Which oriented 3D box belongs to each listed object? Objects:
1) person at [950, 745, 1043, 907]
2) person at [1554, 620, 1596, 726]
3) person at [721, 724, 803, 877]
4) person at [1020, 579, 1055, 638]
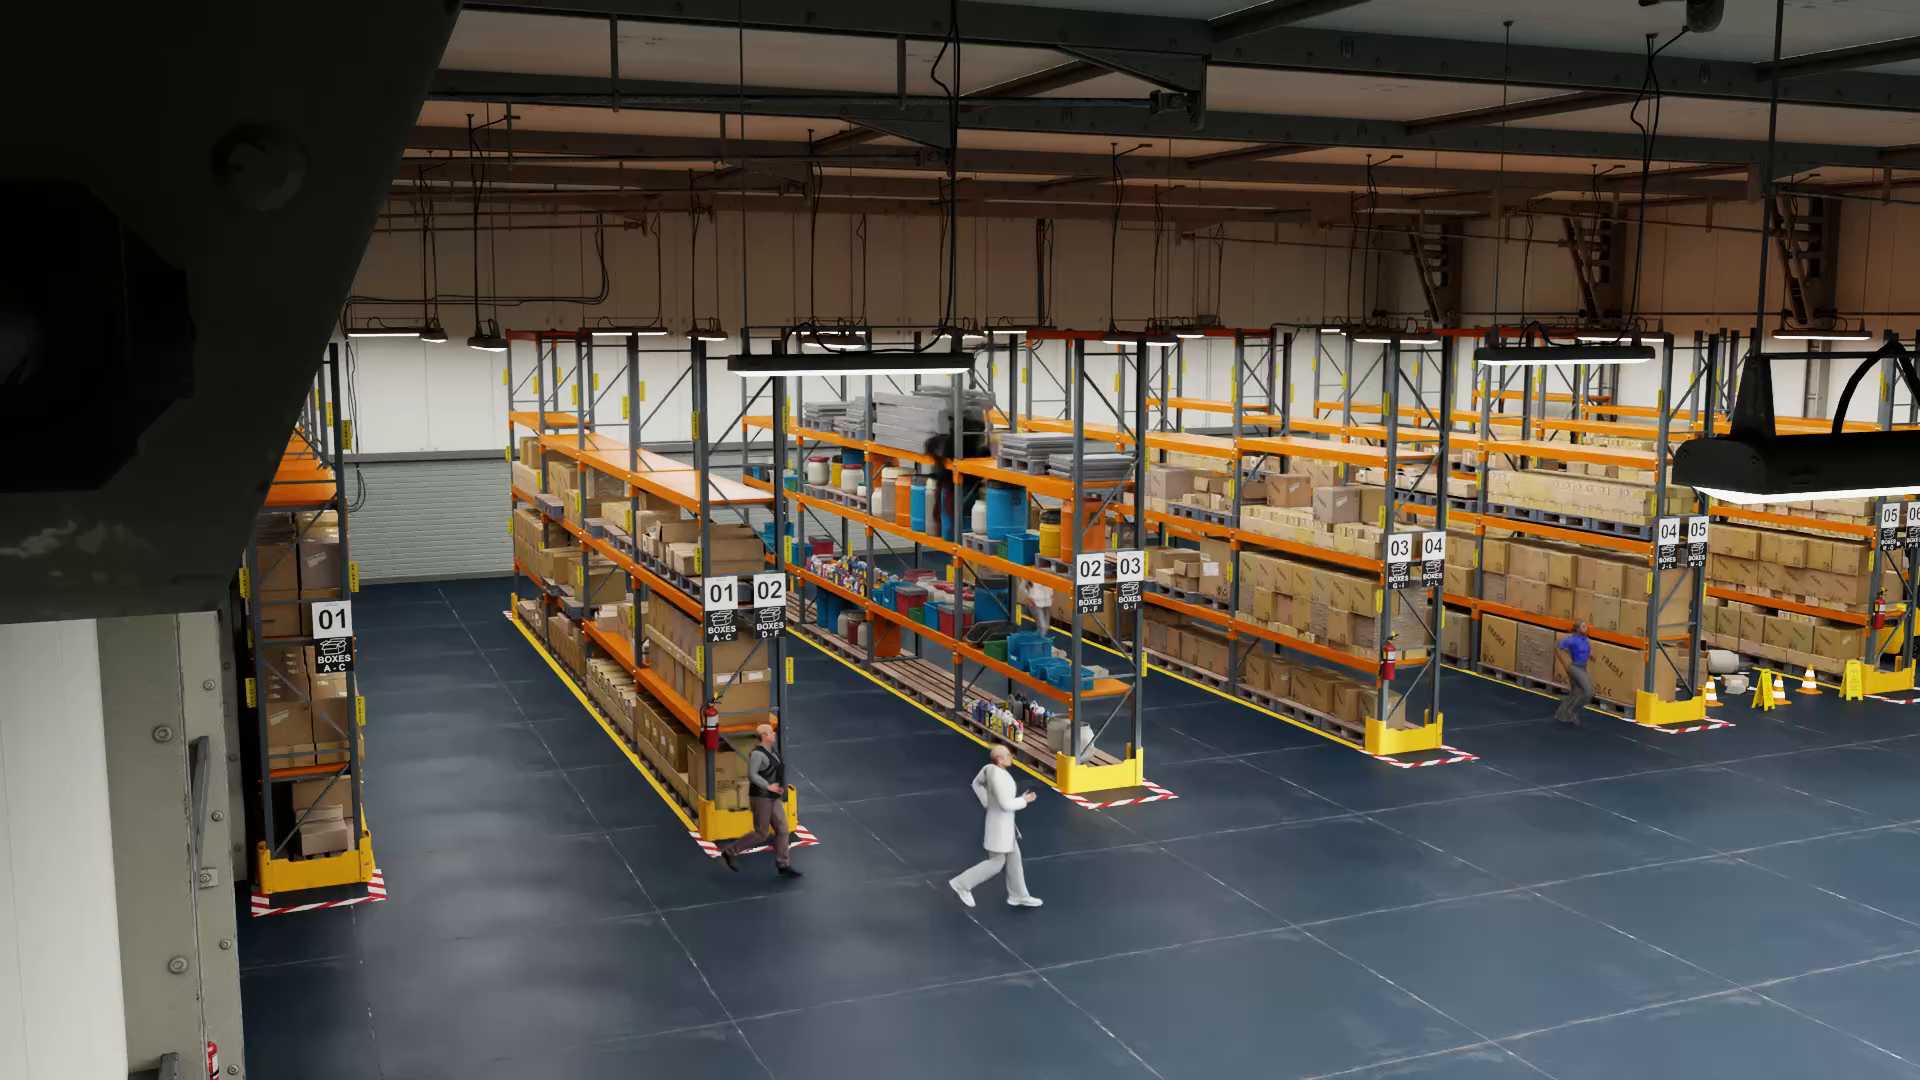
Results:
[{"bbox_3d":[0.387,3.041,17.636,1.001,1.767,0.713,-1,8,-4],"label":"person"},{"bbox_3d":[9.538,2.050,25.668,0.645,1.616,0.568,7,10,40],"label":"person"},{"bbox_3d":[-2.190,2.931,18.890,0.931,1.681,0.719,2,8,12],"label":"person"},{"bbox_3d":[1.414,1.175,29.577,0.668,1.788,0.714,-4,9,-30],"label":"person"}]
